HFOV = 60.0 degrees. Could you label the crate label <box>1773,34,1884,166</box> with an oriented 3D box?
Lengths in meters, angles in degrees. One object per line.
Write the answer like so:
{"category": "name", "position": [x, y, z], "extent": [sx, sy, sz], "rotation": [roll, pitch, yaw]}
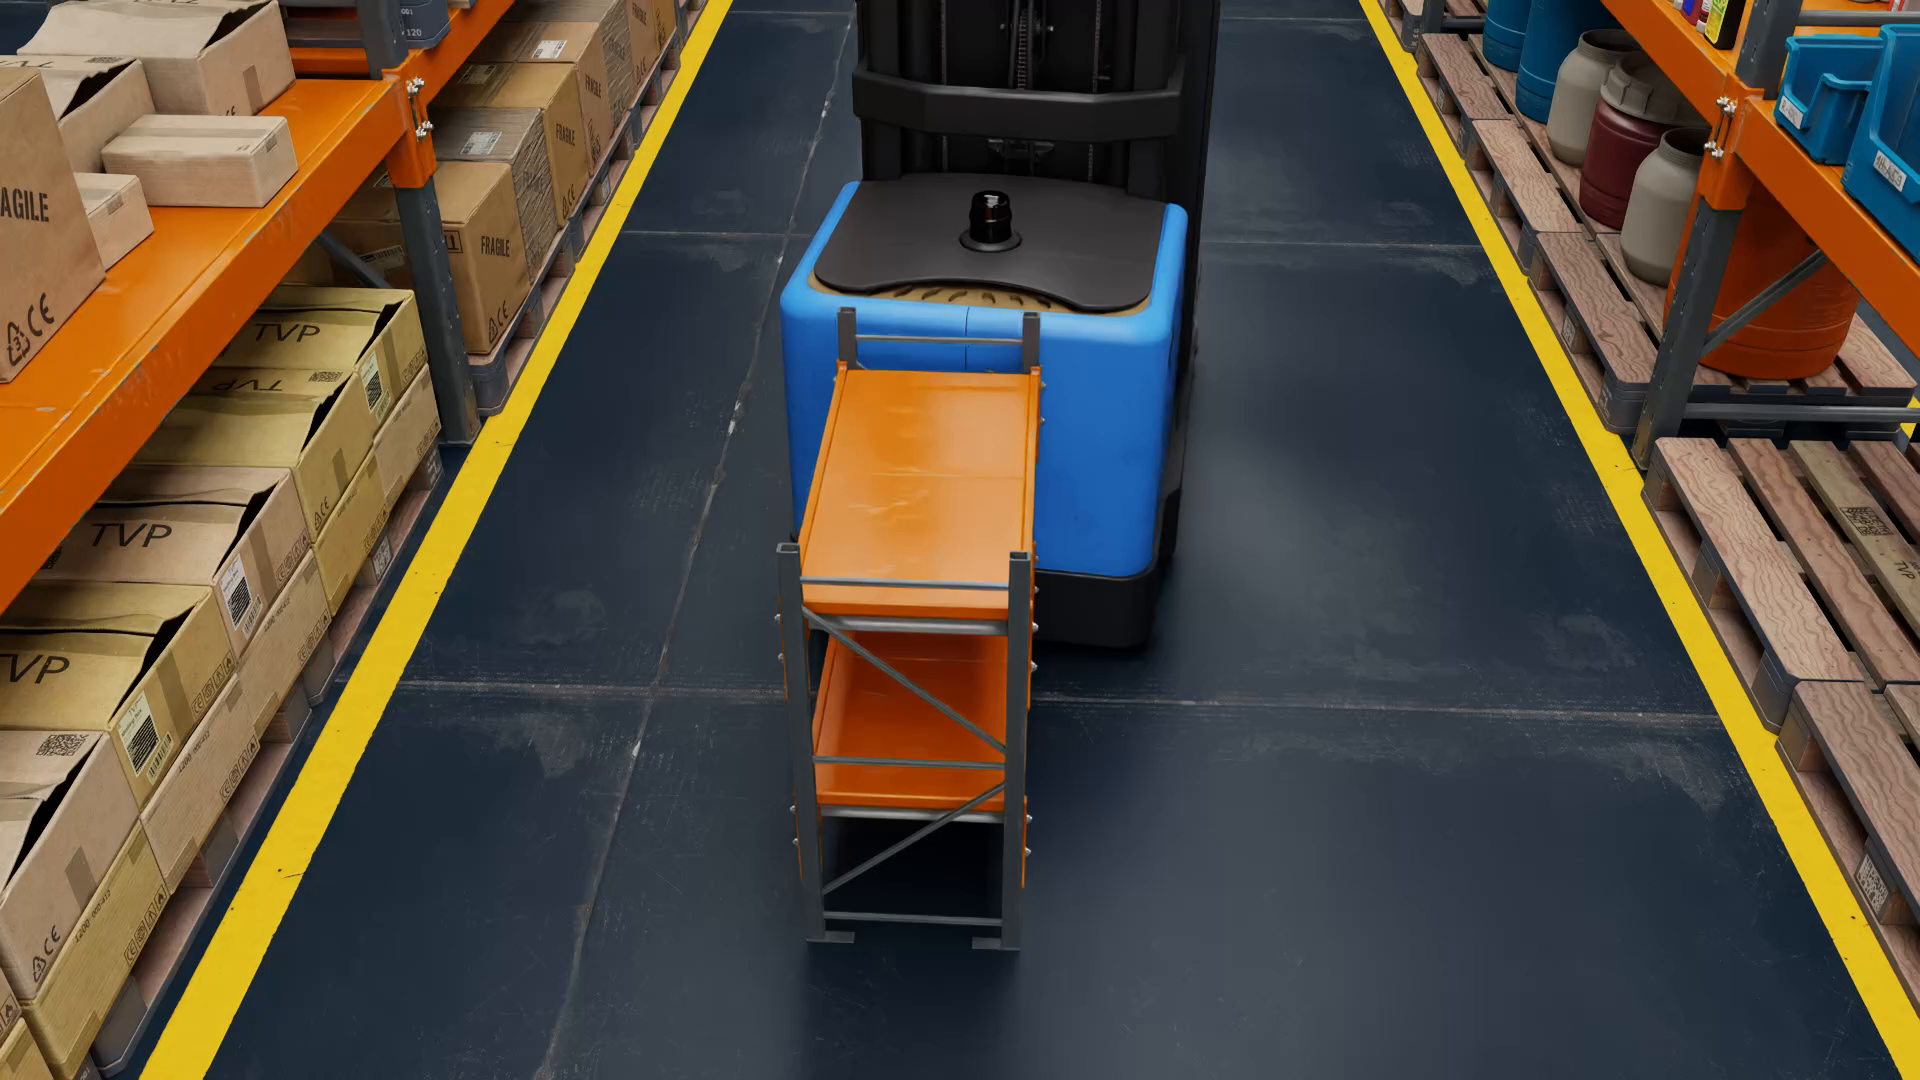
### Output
{"category": "crate label", "position": [2.388, -1.173, 4.456], "extent": [0.303, 0.233, 0.416], "rotation": [1, 35, 2]}

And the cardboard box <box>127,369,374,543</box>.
{"category": "cardboard box", "position": [-1.959, -0.262, 4.553], "extent": [0.500, 0.311, 0.500], "rotation": [1, 35, 1]}

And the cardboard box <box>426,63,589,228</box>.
{"category": "cardboard box", "position": [-1.825, -1.593, 6.699], "extent": [0.500, 0.500, 0.500], "rotation": [1, 35, 1]}

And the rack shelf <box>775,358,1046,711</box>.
{"category": "rack shelf", "position": [-0.081, -0.048, 3.831], "extent": [0.538, 0.278, 1.000], "rotation": [2, 35, 3]}

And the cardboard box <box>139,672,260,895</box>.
{"category": "cardboard box", "position": [-2.005, 0.550, 3.884], "extent": [0.500, 0.250, 0.500], "rotation": [2, 35, 3]}

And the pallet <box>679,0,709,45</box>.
{"category": "pallet", "position": [-1.980, -3.143, 9.539], "extent": [1.003, 0.211, 1.213], "rotation": [1, 35, 2]}

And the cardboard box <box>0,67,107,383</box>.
{"category": "cardboard box", "position": [-2.220, -0.668, 3.505], "extent": [0.500, 0.500, 0.500], "rotation": [0, 35, -1]}

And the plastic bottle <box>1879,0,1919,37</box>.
{"category": "plastic bottle", "position": [2.968, -1.669, 5.124], "extent": [0.152, 0.276, 0.135], "rotation": [1, 35, 2]}

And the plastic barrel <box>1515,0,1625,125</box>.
{"category": "plastic barrel", "position": [2.873, -2.367, 7.470], "extent": [0.600, 0.901, 0.708], "rotation": [1, 35, 2]}

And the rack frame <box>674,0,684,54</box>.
{"category": "rack frame", "position": [-2.009, -3.890, 8.176], "extent": [1.000, 3.000, 0.127], "rotation": [1, 35, 2]}

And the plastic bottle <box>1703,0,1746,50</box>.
{"category": "plastic bottle", "position": [2.370, -1.669, 5.118], "extent": [0.061, 0.283, 0.133], "rotation": [1, 35, 2]}

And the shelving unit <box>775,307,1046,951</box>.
{"category": "shelving unit", "position": [-0.081, 0.191, 4.000], "extent": [0.538, 1.125, 1.048], "rotation": [2, 35, 3]}

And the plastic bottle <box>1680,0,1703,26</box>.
{"category": "plastic bottle", "position": [2.379, -1.802, 5.307], "extent": [0.061, 0.283, 0.133], "rotation": [1, 35, 2]}

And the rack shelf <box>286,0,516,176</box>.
{"category": "rack shelf", "position": [-2.089, -2.446, 6.748], "extent": [1.077, 0.370, 4.000], "rotation": [1, 35, 2]}

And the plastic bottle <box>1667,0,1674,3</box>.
{"category": "plastic bottle", "position": [2.406, -1.890, 5.504], "extent": [0.097, 0.201, 0.097], "rotation": [0, 35, 0]}

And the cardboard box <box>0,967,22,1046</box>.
{"category": "cardboard box", "position": [-2.039, 0.911, 2.883], "extent": [0.500, 0.311, 0.500], "rotation": [1, 35, 1]}

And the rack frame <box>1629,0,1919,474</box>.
{"category": "rack frame", "position": [2.780, -1.475, 4.740], "extent": [1.000, 3.000, 0.127], "rotation": [1, 35, 2]}

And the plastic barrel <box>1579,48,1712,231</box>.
{"category": "plastic barrel", "position": [2.828, -1.590, 6.636], "extent": [0.600, 0.588, 0.708], "rotation": [1, 35, 2]}

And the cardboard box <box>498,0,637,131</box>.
{"category": "cardboard box", "position": [-1.791, -2.185, 7.541], "extent": [0.500, 0.500, 0.500], "rotation": [2, 35, 2]}

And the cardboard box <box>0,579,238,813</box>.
{"category": "cardboard box", "position": [-2.004, 0.315, 3.731], "extent": [0.500, 0.311, 0.500], "rotation": [2, 35, 3]}

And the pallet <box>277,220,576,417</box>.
{"category": "pallet", "position": [-2.102, -0.879, 6.317], "extent": [1.003, 0.211, 1.213], "rotation": [1, 35, 2]}

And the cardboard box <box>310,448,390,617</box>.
{"category": "cardboard box", "position": [-1.964, -0.034, 4.716], "extent": [0.500, 0.250, 0.500], "rotation": [1, 35, 1]}

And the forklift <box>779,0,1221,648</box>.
{"category": "forklift", "position": [0.275, -1.735, 5.170], "extent": [1.130, 2.935, 3.031], "rotation": [6, 36, 8]}

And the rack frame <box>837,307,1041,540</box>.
{"category": "rack frame", "position": [-0.052, -0.101, 4.415], "extent": [0.500, 1.125, 0.032], "rotation": [2, 35, 3]}

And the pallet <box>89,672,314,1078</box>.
{"category": "pallet", "position": [-2.293, 0.721, 4.041], "extent": [1.003, 0.211, 1.213], "rotation": [1, 35, 2]}

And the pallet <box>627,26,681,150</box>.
{"category": "pallet", "position": [-2.004, -2.280, 8.311], "extent": [1.003, 0.211, 1.213], "rotation": [1, 35, 2]}

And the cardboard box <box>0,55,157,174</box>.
{"category": "cardboard box", "position": [-2.399, -1.046, 4.207], "extent": [0.500, 0.311, 0.500], "rotation": [1, 35, 1]}

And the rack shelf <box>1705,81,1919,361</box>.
{"category": "rack shelf", "position": [2.699, -0.032, 3.312], "extent": [1.077, 0.370, 4.000], "rotation": [1, 35, 2]}

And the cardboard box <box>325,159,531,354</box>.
{"category": "cardboard box", "position": [-1.866, -1.004, 5.861], "extent": [0.500, 0.500, 0.500], "rotation": [3, 35, 4]}

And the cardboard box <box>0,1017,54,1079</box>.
{"category": "cardboard box", "position": [-2.044, 1.140, 3.045], "extent": [0.500, 0.250, 0.500], "rotation": [2, 35, 3]}

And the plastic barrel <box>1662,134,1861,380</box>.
{"category": "plastic barrel", "position": [2.782, -1.040, 5.644], "extent": [0.600, 0.830, 0.708], "rotation": [1, 35, 2]}

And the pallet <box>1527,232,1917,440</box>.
{"category": "pallet", "position": [2.770, -0.788, 6.188], "extent": [1.003, 0.211, 1.213], "rotation": [1, 35, 2]}

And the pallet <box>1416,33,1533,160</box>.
{"category": "pallet", "position": [2.868, -2.190, 8.182], "extent": [1.003, 0.211, 1.213], "rotation": [1, 35, 2]}

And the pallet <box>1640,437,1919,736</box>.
{"category": "pallet", "position": [2.710, 0.110, 4.910], "extent": [1.003, 0.211, 1.213], "rotation": [1, 35, 2]}

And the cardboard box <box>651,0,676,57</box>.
{"category": "cardboard box", "position": [-1.742, -2.757, 8.355], "extent": [0.500, 0.500, 0.500], "rotation": [1, 35, 2]}
